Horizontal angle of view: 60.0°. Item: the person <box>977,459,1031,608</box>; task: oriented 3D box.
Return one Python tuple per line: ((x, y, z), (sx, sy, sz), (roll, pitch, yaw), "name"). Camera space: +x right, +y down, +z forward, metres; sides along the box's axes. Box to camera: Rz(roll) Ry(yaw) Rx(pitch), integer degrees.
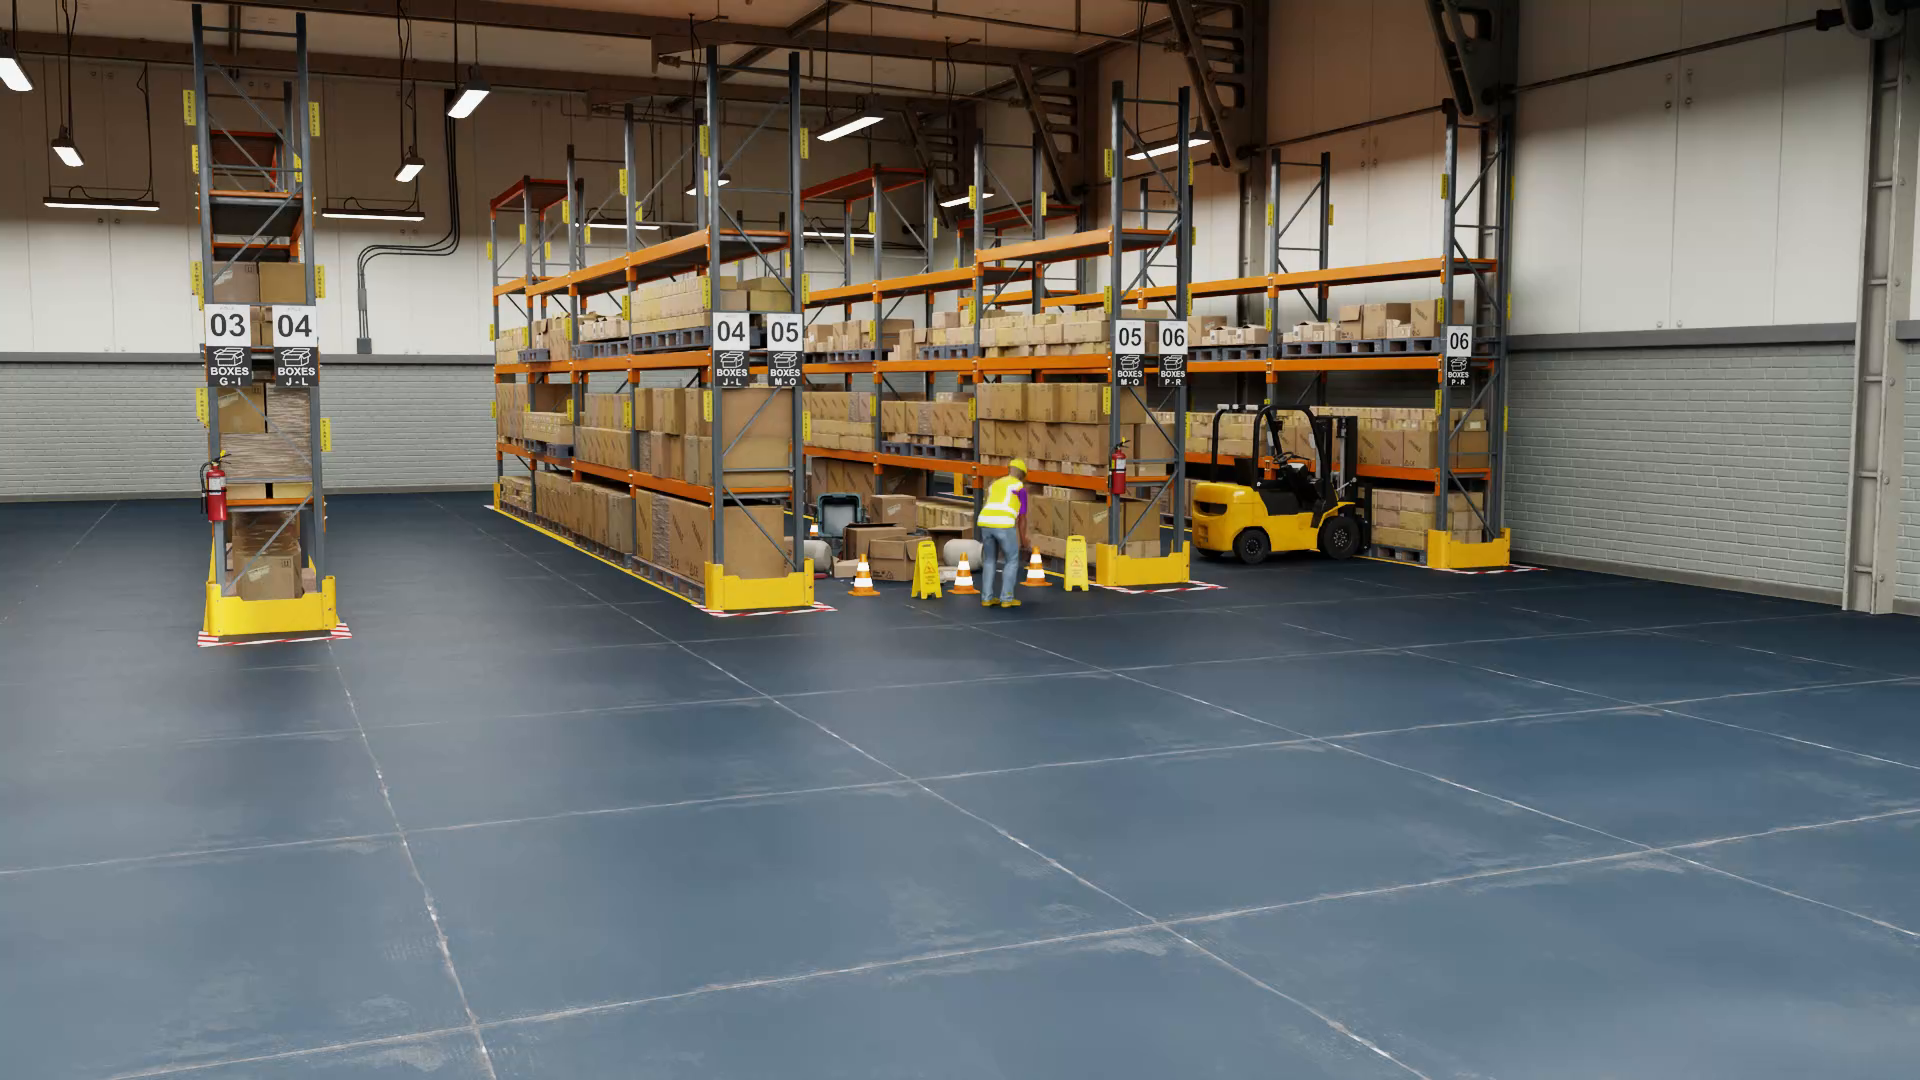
((0.507, -0.085, 18.386), (0.480, 1.608, 0.749), (4, 7, 35), "person")
